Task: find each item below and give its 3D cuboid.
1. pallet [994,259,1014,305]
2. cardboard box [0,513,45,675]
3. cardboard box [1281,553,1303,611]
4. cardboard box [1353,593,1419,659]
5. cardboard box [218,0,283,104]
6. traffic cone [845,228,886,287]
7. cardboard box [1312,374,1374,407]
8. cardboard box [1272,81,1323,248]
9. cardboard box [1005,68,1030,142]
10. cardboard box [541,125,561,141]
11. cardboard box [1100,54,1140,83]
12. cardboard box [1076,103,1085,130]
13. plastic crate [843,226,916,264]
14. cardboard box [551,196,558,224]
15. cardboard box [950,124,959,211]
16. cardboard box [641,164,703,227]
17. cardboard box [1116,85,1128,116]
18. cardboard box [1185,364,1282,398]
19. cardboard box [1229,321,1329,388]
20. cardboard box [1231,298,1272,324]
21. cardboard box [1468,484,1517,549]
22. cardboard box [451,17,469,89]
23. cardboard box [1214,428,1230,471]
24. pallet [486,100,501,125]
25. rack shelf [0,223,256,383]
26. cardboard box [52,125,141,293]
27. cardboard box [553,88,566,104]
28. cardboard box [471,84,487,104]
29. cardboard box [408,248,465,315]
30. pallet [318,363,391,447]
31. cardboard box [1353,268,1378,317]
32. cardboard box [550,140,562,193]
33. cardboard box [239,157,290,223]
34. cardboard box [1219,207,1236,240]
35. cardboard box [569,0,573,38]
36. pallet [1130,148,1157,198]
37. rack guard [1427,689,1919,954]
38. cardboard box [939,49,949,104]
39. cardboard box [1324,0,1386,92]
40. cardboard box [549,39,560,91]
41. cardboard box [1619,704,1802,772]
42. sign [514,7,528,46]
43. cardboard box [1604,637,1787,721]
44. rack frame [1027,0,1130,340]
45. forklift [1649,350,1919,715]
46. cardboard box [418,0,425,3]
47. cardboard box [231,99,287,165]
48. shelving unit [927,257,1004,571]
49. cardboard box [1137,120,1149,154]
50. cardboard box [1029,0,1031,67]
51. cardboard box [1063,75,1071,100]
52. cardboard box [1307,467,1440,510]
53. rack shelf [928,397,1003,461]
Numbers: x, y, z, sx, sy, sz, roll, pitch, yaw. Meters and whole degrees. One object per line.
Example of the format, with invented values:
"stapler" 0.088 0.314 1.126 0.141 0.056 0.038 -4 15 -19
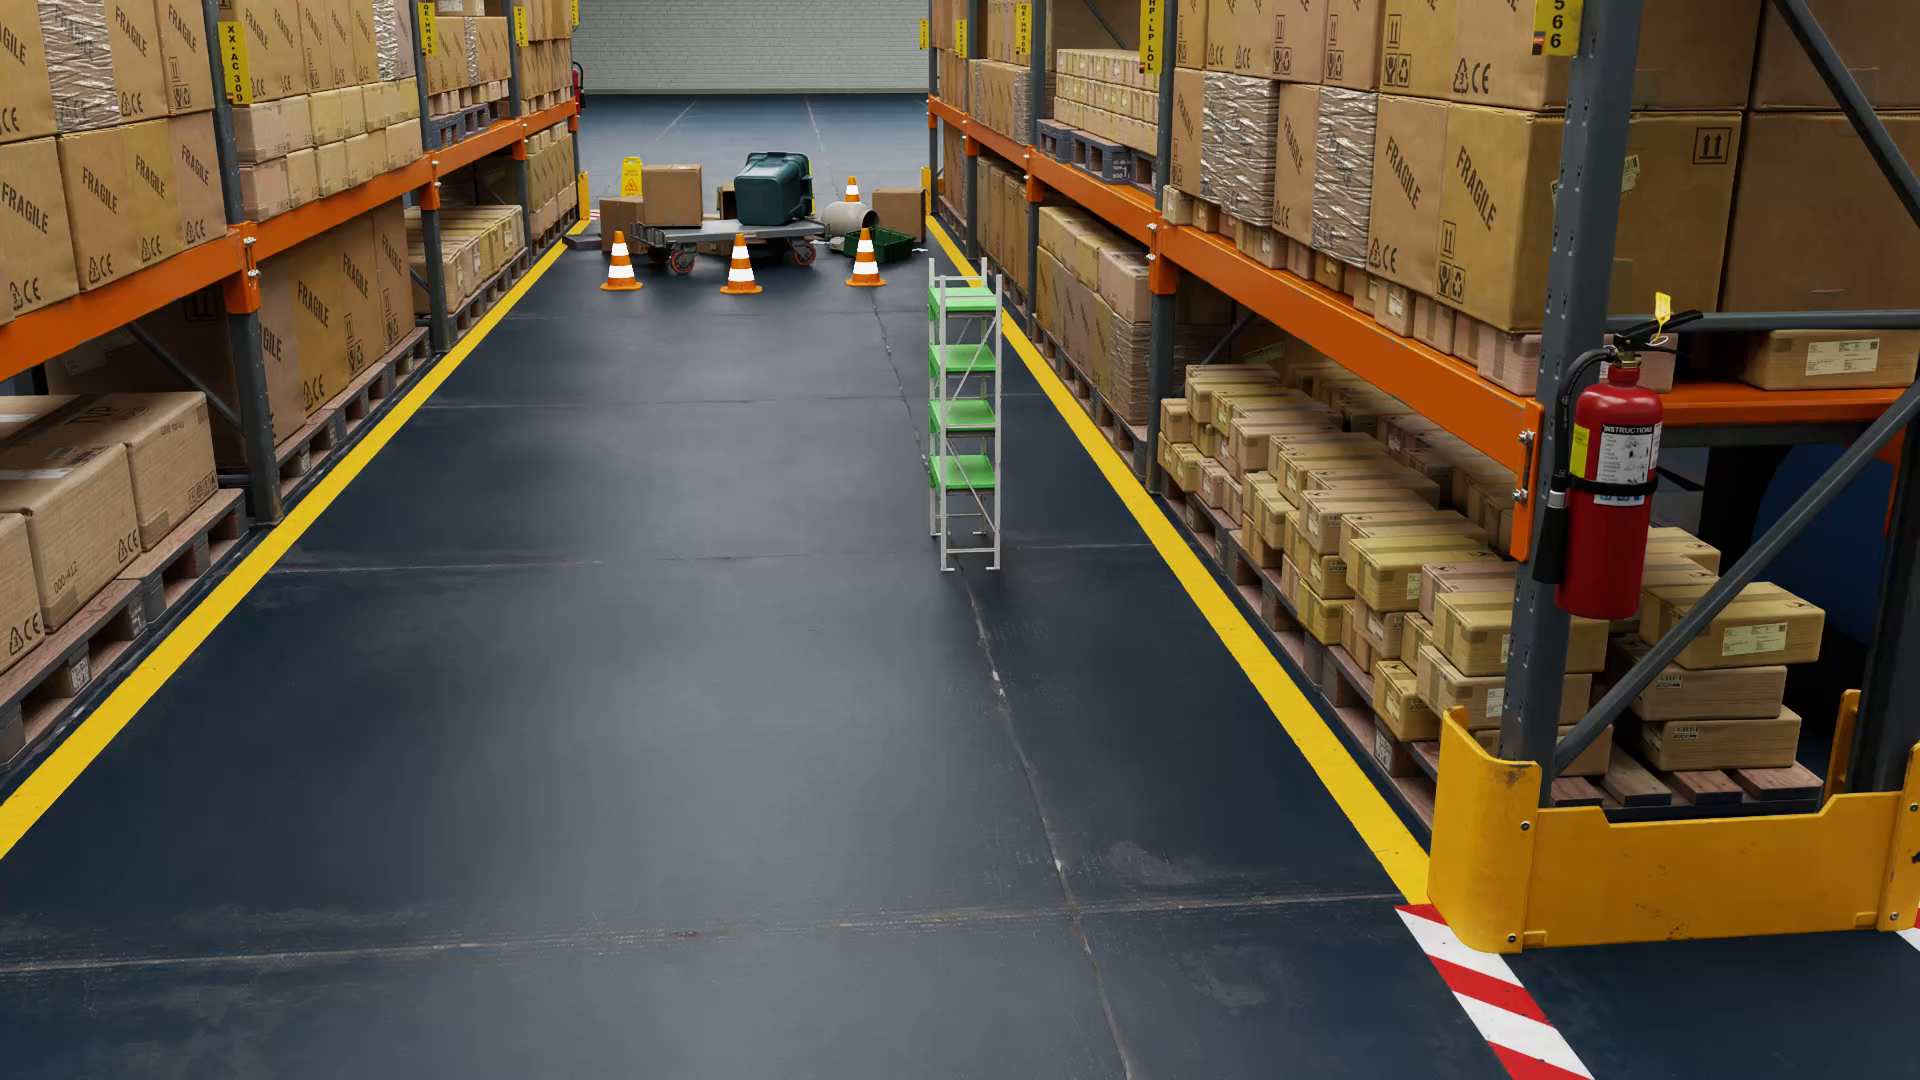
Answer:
"pallet" 0.846 -2.132 13.617 1.003 0.211 1.213 -2 18 -6
"cardboard box" -3.383 0.260 4.919 0.875 0.438 0.875 -1 17 -4
"cardboard box" 1.335 0.146 5.763 0.380 0.149 0.250 -1 17 -5
"cardboard box" 1.407 0.235 4.982 0.380 0.149 0.250 -2 18 -8
"cardboard box" -3.285 -2.153 7.191 0.500 0.500 0.500 -2 17 -5
"traffic cone" -0.801 -2.398 14.043 0.336 0.463 0.334 -2 18 -6
"cardboard box" 1.749 -0.622 7.217 0.380 0.149 0.250 -2 17 -5
"cardboard box" 1.347 -1.248 5.482 0.500 0.500 0.500 -1 17 -3
"cardboard box" 0.612 -3.185 12.148 0.500 0.500 0.500 -2 18 -6
"cardboard box" -4.268 -4.128 16.872 0.380 0.149 0.250 -1 17 -3
"cardboard box" 0.989 -2.618 9.232 0.380 0.149 0.250 -2 18 -6
"cardboard box" 0.906 -2.563 10.052 0.380 0.149 0.250 -1 17 -3
"plastic crate" -0.758 -2.752 15.533 0.450 0.188 0.662 18 23 19
"cardboard box" -4.266 -3.261 16.446 0.500 0.250 0.500 -2 18 -6
"cardboard box" 0.379 -3.971 17.664 0.875 0.875 0.875 -2 18 -7
"cardboard box" -2.583 -3.104 14.966 0.500 0.500 0.500 -2 18 -6
"cardboard box" 1.041 -2.318 8.773 0.380 0.149 0.250 -3 18 -8
"cardboard box" 1.217 -0.686 7.420 0.380 0.149 0.250 -1 17 -3
"cardboard box" 1.575 -0.907 8.532 0.500 0.500 0.500 -1 17 -3
"cardboard box" 1.574 -1.265 8.419 0.500 0.250 0.500 -3 18 -8
"cardboard box" 1.911 -0.082 5.495 0.380 0.149 0.250 -1 17 -3
"cardboard box" -3.876 -3.524 12.030 0.500 0.500 0.500 -1 17 -5
"cardboard box" 1.283 -0.391 6.978 0.380 0.149 0.250 -2 18 -6
"pallet" -4.416 -3.548 13.791 1.003 0.211 1.213 -2 18 -6
"rack shelf" -3.319 -0.549 5.119 1.077 0.370 4.000 -2 18 -6
"cardboard box" -3.098 -1.103 5.516 0.500 0.500 0.500 -2 18 -6
"cardboard box" -4.313 -4.614 17.285 0.380 0.149 0.250 -1 17 -5
"cardboard box" -3.932 -3.503 13.046 0.380 0.149 0.250 -2 18 -6
"cardboard box" -3.986 -1.795 11.574 0.950 0.372 0.625 -3 18 -9
"pallet" -3.809 -0.750 9.213 1.003 0.211 1.213 -2 18 -6
"cardboard box" 1.409 -0.752 4.985 0.380 0.149 0.250 -3 18 -8
"cardboard box" -4.319 -3.773 16.825 0.500 0.500 0.500 -2 18 -7
"cardboard box" -3.308 -1.556 7.376 0.500 0.250 0.500 -2 18 -7
"cardboard box" 1.272 -1.304 6.744 0.380 0.149 0.250 -3 18 -8
"cardboard box" -4.493 -5.585 17.625 0.700 0.500 0.500 -2 18 -7
"pallet" 1.454 -1.812 8.261 1.003 0.211 1.213 -2 18 -6
"rack guard" 1.793 0.690 4.143 1.175 0.500 0.348 -2 18 -6
"cardboard box" 0.245 -4.875 17.447 0.875 0.550 0.550 -2 18 -6
"cardboard box" 1.391 -1.580 4.871 0.500 0.500 0.500 -1 17 -3
"cardboard box" -4.338 -4.801 16.799 0.500 0.500 0.500 -2 18 -6
"cardboard box" 2.065 0.514 4.590 0.380 0.149 0.250 -1 17 -5
"sign" -3.799 -4.442 14.386 0.100 0.325 0.005 -2 18 -6
"cardboard box" 2.002 0.374 4.539 0.380 0.149 0.250 -1 17 -3
"rack frame" 0.975 -2.863 11.289 1.000 3.000 0.127 -2 18 -6
"forklift" 3.106 -1.116 5.839 1.130 2.935 3.031 -3 18 -9
"cardboard box" -4.654 -4.420 13.801 0.380 0.149 0.250 -2 18 -6
"cardboard box" -3.290 -1.795 7.303 0.500 0.250 0.500 -2 18 -7
"shelving unit" 0.017 -0.523 6.840 0.258 1.200 0.503 -2 18 -6
"cardboard box" 1.099 -2.016 8.308 0.380 0.149 0.250 -2 18 -6
"cardboard box" 0.885 -3.672 12.031 0.700 0.500 0.500 -2 18 -6
"cardboard box" 0.856 -2.854 10.483 0.380 0.149 0.250 -1 17 -3
"cardboard box" 1.408 -0.143 5.689 0.380 0.149 0.250 -2 18 -7
"rack shelf" 0.017 -0.462 6.859 0.258 0.148 0.480 -2 18 -6
